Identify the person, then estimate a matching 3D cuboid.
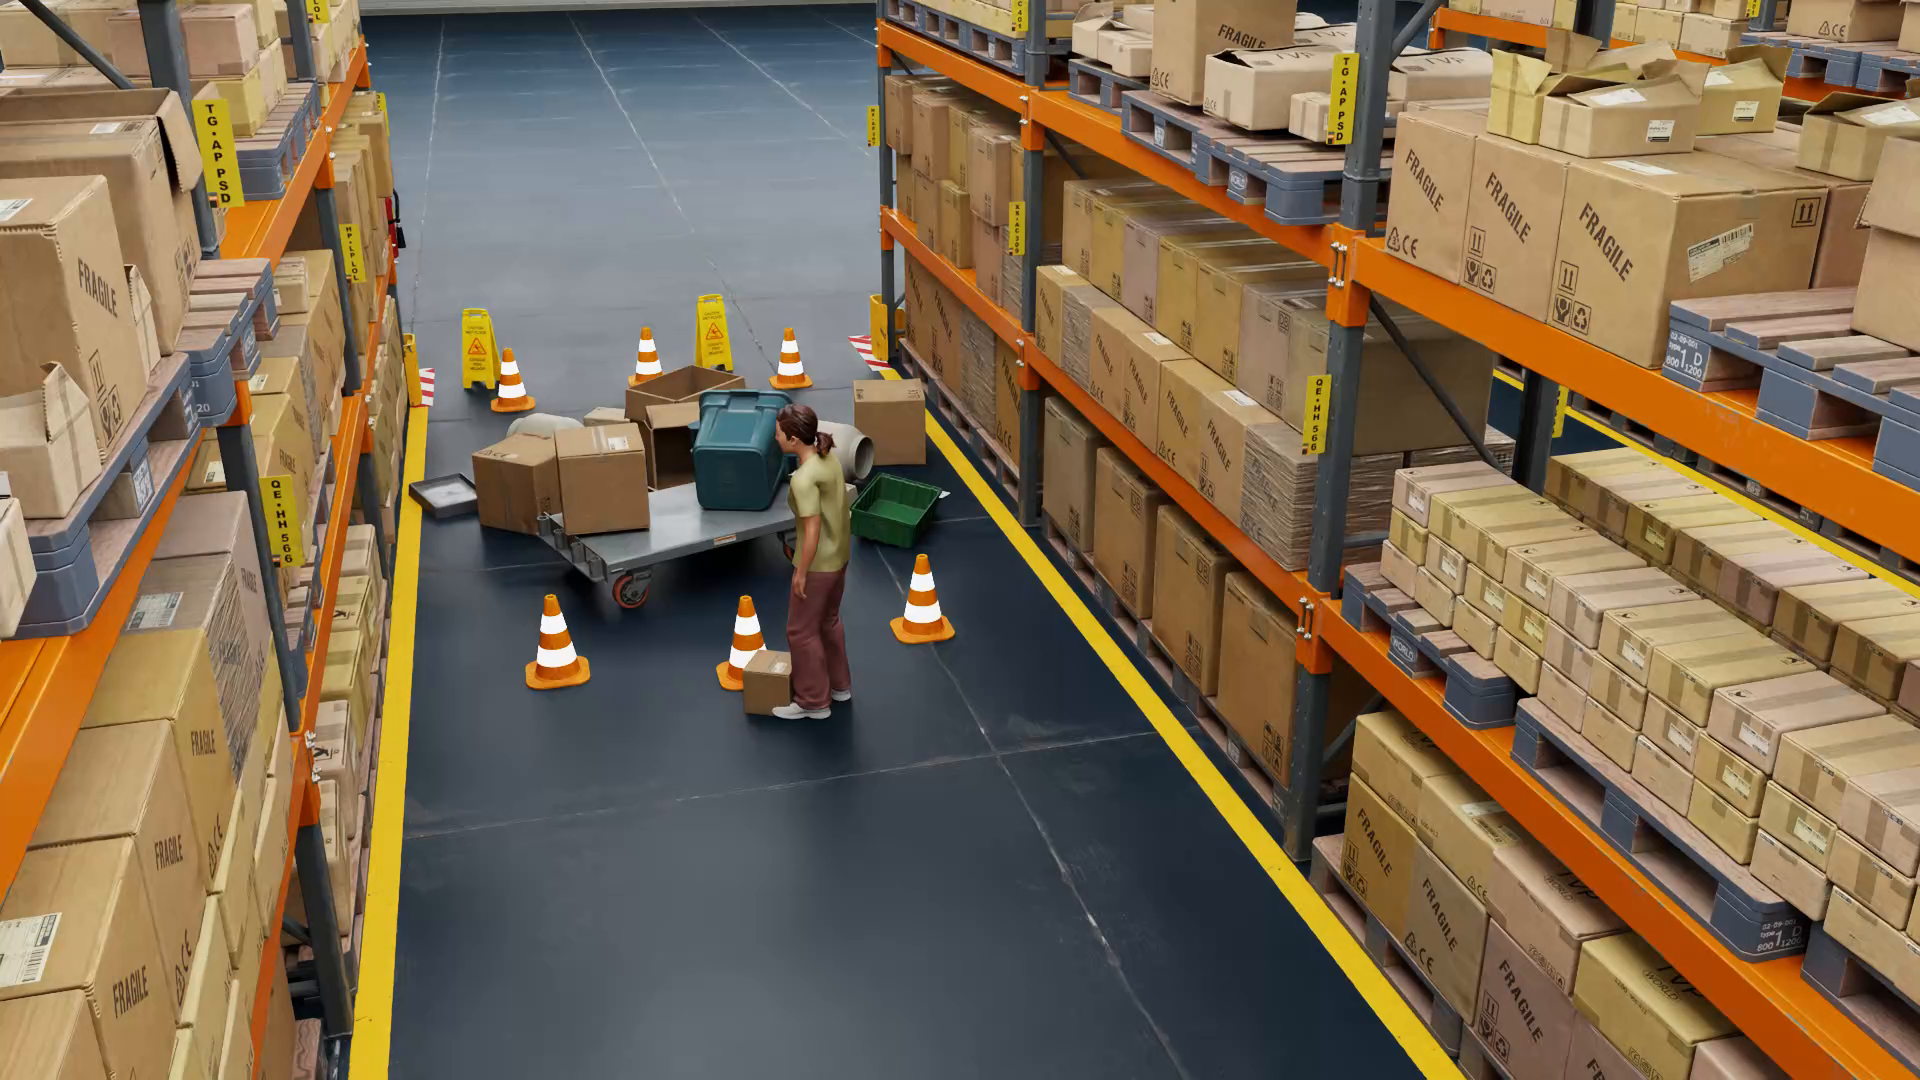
[{"bbox_3d":[-0.754,0.111,8.335,0.404,1.673,0.500,5,24,12],"label":"person"}]
